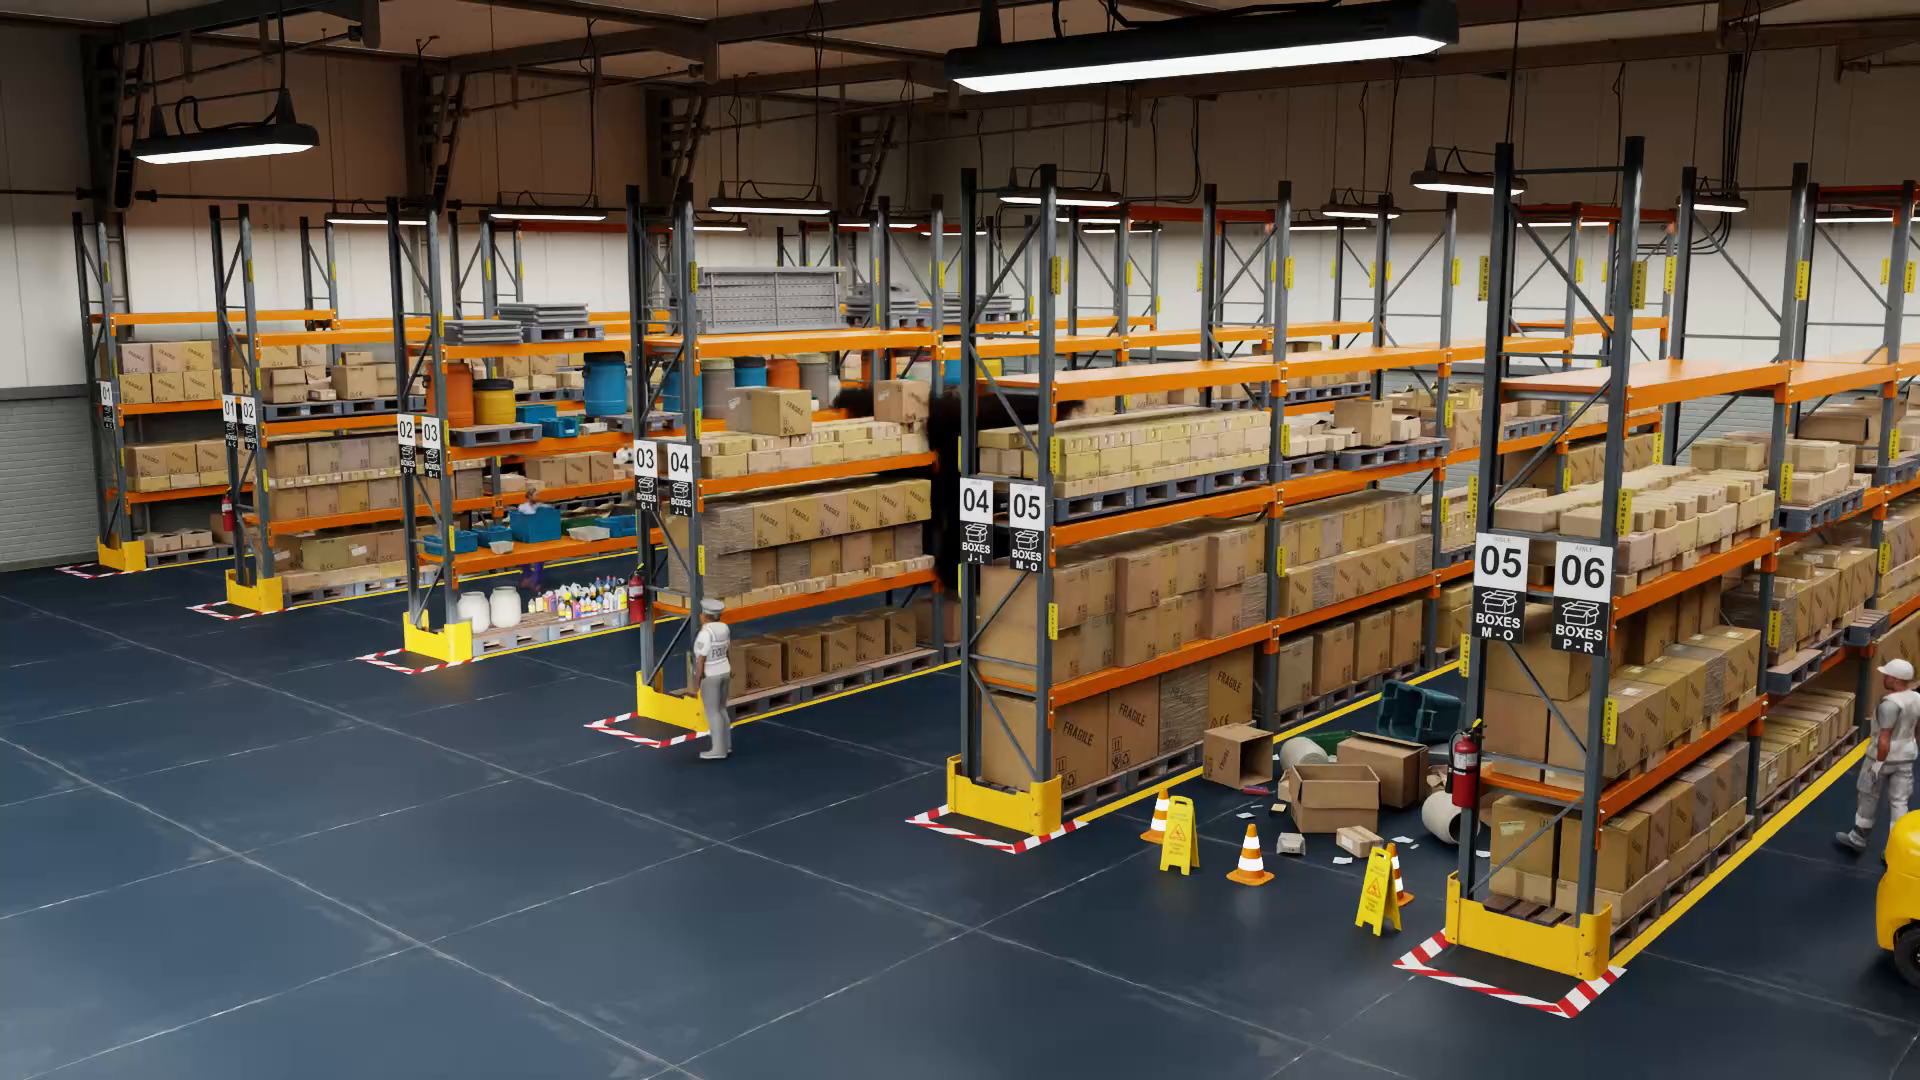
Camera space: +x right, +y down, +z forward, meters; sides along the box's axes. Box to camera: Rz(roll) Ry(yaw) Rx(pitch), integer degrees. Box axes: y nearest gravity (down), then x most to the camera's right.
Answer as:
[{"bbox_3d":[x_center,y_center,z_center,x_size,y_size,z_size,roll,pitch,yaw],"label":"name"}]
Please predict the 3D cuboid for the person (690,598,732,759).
[{"bbox_3d":[-2.597,1.469,17.460,0.383,1.720,0.579,5,10,25],"label":"person"}]

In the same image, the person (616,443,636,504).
[{"bbox_3d":[-6.901,-1.336,34.261,0.434,1.631,0.959,7,11,34],"label":"person"}]

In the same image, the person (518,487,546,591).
[{"bbox_3d":[-6.795,-0.022,26.537,0.539,1.654,0.463,-2,10,-10],"label":"person"}]

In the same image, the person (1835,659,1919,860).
[{"bbox_3d":[8.097,1.894,14.529,0.517,1.781,0.695,0,9,-2],"label":"person"}]
